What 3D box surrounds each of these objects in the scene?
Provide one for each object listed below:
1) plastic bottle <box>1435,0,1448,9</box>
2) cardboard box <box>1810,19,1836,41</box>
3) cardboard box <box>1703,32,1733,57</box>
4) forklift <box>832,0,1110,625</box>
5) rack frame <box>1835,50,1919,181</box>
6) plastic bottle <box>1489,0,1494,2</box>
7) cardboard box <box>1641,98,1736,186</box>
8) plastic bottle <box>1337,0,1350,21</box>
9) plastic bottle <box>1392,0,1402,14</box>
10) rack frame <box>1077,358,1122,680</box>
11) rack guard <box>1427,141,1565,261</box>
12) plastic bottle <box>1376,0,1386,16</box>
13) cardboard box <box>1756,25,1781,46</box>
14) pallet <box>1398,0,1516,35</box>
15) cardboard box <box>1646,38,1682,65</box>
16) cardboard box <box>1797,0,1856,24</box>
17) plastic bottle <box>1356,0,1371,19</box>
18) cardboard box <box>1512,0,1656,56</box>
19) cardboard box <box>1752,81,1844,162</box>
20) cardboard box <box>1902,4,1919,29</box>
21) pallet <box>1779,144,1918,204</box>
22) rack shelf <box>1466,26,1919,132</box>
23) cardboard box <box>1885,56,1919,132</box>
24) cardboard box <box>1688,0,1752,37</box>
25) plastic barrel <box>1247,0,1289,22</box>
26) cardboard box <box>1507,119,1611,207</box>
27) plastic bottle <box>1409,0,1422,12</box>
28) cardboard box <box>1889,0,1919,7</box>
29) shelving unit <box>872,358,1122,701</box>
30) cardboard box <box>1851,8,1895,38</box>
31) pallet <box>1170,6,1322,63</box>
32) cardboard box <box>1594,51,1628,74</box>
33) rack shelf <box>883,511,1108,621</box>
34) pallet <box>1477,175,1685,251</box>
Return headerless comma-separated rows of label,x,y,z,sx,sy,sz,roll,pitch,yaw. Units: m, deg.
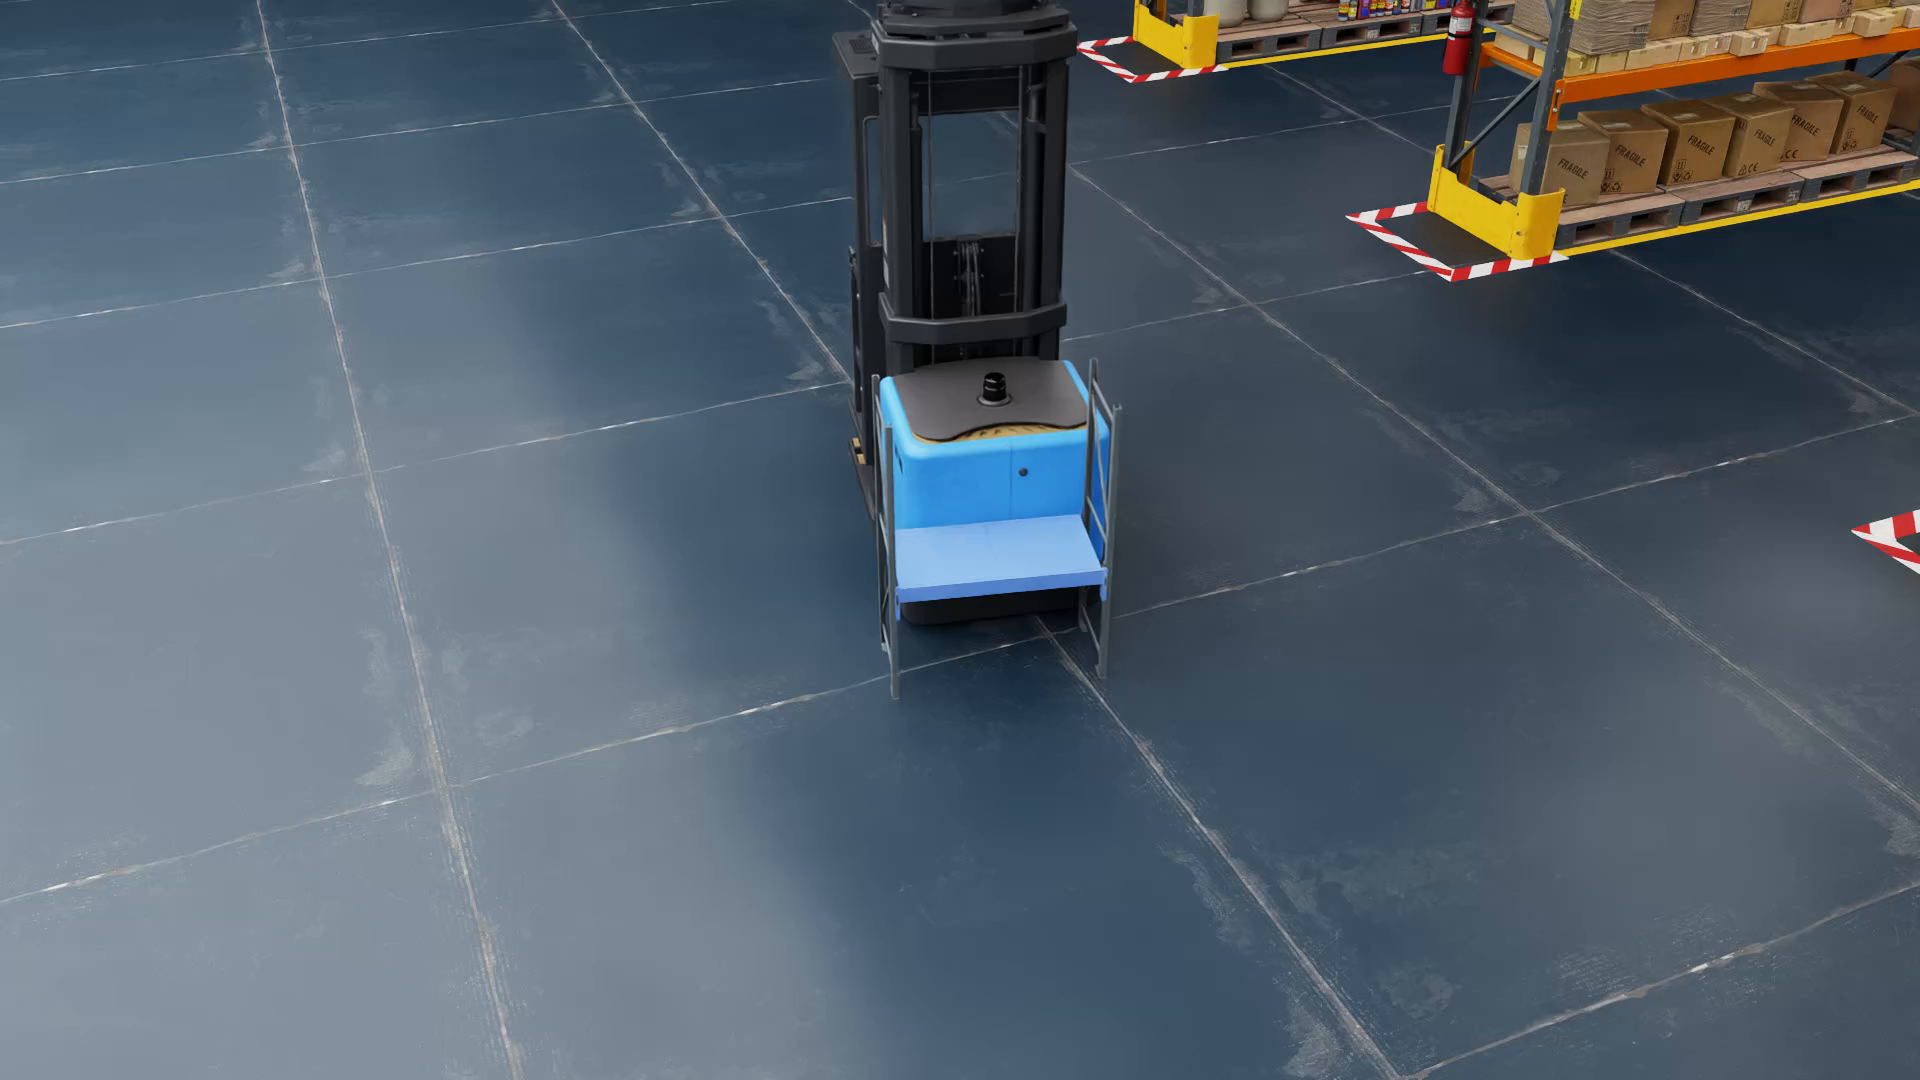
plastic bottle,4.984,-5.642,17.176,0.133,0.283,0.061,-11,35,-16
cardboard box,6.438,-3.945,12.711,0.250,0.149,0.380,-13,35,-19
cardboard box,5.512,-3.740,12.396,0.250,0.149,0.380,-13,35,-19
forklift,-0.051,-1.596,8.934,1.130,2.935,3.031,-6,34,-10
rack frame,7.695,-4.482,13.306,0.127,3.000,1.000,-13,35,-19
plastic bottle,5.563,-5.751,17.419,0.097,0.201,0.097,0,33,0
cardboard box,5.711,-3.155,13.174,0.500,0.500,0.500,-10,34,-14
plastic bottle,3.881,-5.395,16.808,0.097,0.271,0.097,0,33,0
plastic bottle,4.477,-5.531,17.017,0.097,0.271,0.097,0,33,0
rack frame,0.657,-0.081,7.917,0.032,1.500,0.500,-5,33,-8
rack guard,4.077,-2.606,12.715,0.348,0.500,1.175,-13,35,-19
plastic bottle,4.290,-5.489,16.951,0.097,0.271,0.097,0,33,0
cardboard box,5.961,-3.860,12.580,0.250,0.149,0.380,-13,35,-19
pallet,5.142,-5.683,17.709,1.213,0.211,1.003,-13,35,-19
cardboard box,5.058,-3.624,12.218,0.250,0.149,0.380,-13,35,-19
cardboard box,6.359,-4.341,12.724,0.500,0.500,0.875,-13,35,-19
plastic bottle,4.097,-5.439,16.864,0.133,0.283,0.061,-12,35,-18
cardboard box,4.524,-3.907,12.057,0.500,0.500,0.875,-13,35,-19
cardboard box,6.785,-3.421,13.583,0.500,0.500,0.500,-2,33,-4
cardboard box,7.376,-4.136,13.004,0.250,0.149,0.380,-13,35,-19
pallet,7.089,-3.154,13.821,1.213,0.211,1.003,-13,35,-19
rack shelf,5.851,-3.758,12.853,4.000,0.370,1.077,-13,35,-19
cardboard box,8.269,-3.738,14.051,0.500,0.500,0.700,-16,36,-23
cardboard box,5.417,-4.156,12.441,0.500,0.500,0.875,-13,35,-19
plastic barrel,3.129,-5.545,16.835,0.421,0.512,0.421,0,33,0
cardboard box,4.589,-2.889,12.765,0.500,0.500,0.500,-7,34,-10
plastic bottle,4.669,-5.594,17.108,0.135,0.276,0.152,-12,35,-18
cardboard box,7.256,-4.585,13.100,0.500,0.500,0.875,-13,35,-19
shelving unit,0.156,-0.036,7.848,1.048,1.500,0.538,-5,33,-8
cardboard box,6.935,-4.004,12.802,0.250,0.149,0.380,-13,35,-19
pallet,2.892,-5.168,16.917,1.213,0.211,1.003,-13,35,-19
cardboard box,4.600,-3.516,12.051,0.250,0.149,0.380,-13,35,-19
rack shelf,0.156,0.115,7.946,1.000,0.185,0.538,-5,33,-8
pallet,4.839,-2.639,13.030,1.213,0.211,1.003,-13,35,-19
